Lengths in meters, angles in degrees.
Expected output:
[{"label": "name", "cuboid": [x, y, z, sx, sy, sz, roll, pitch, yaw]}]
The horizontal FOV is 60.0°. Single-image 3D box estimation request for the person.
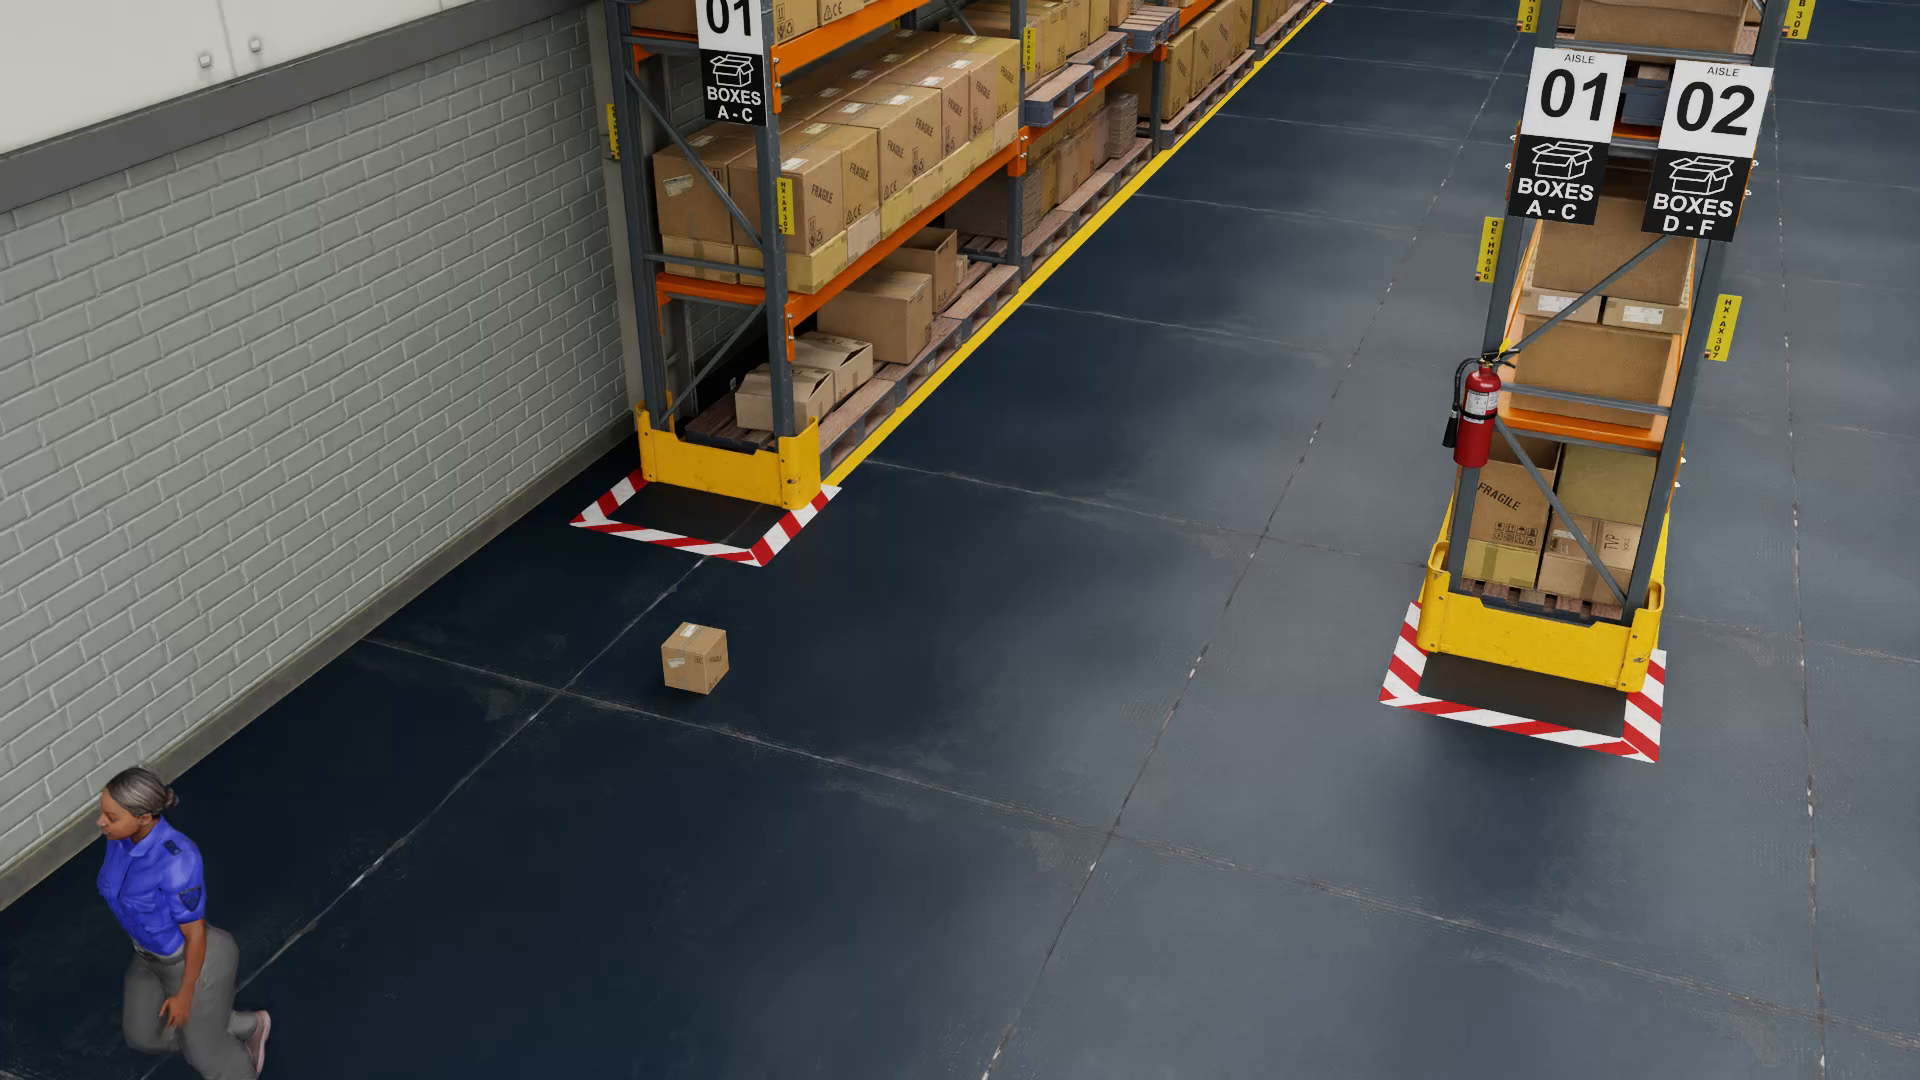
[{"label": "person", "cuboid": [-2.713, 1.423, 5.799, 0.444, 1.577, 0.440, 19, 35, 30]}]
